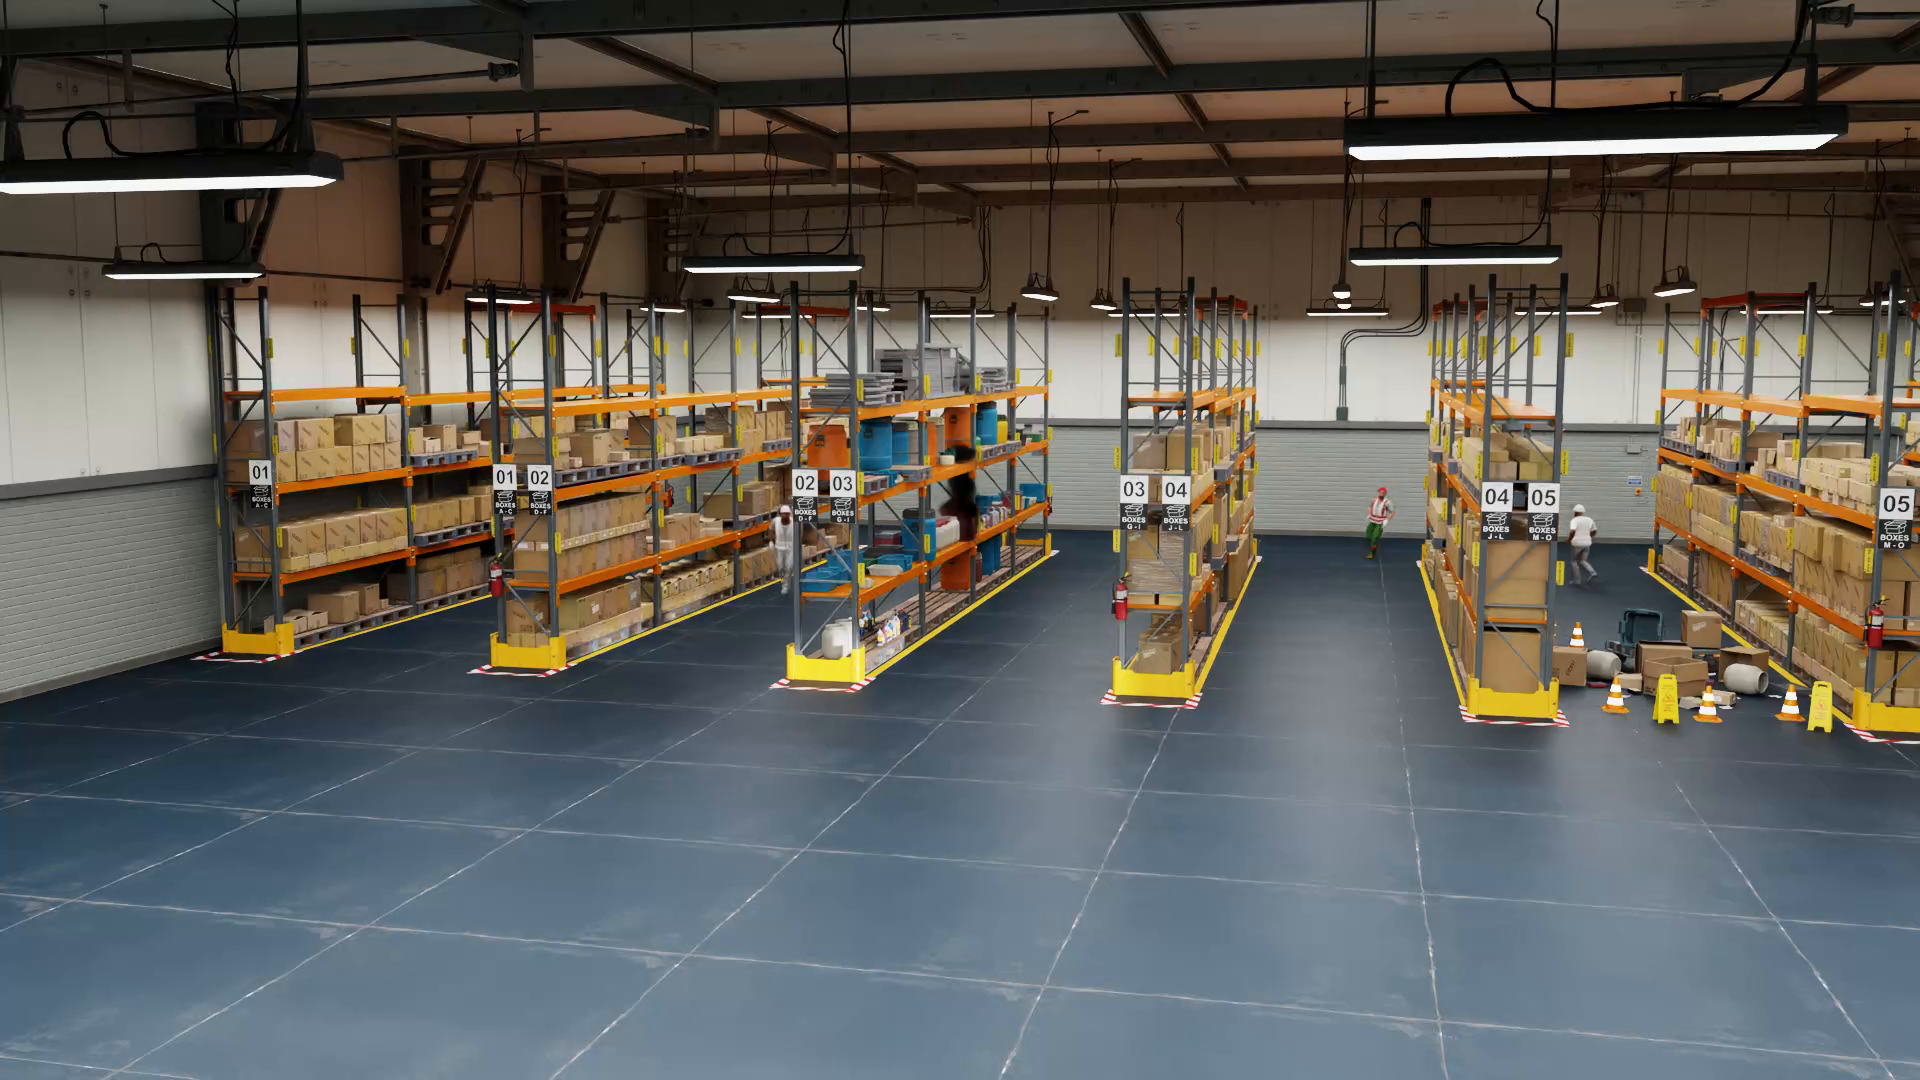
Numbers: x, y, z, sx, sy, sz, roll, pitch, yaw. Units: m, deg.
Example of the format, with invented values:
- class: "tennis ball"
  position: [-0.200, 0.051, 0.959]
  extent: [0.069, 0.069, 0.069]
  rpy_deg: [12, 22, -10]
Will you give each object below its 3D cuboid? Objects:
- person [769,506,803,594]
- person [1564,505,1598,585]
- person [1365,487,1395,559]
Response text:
- class: "person"
  position: [-3.356, 0.181, 32.092]
  extent: [0.669, 1.721, 0.711]
  rpy_deg: [0, 7, -3]
- class: "person"
  position: [13.203, 0.121, 35.169]
  extent: [0.703, 1.711, 0.743]
  rpy_deg: [-2, 7, -15]
- class: "person"
  position: [10.047, -0.408, 39.697]
  extent: [0.709, 1.745, 0.590]
  rpy_deg: [6, 9, 40]
